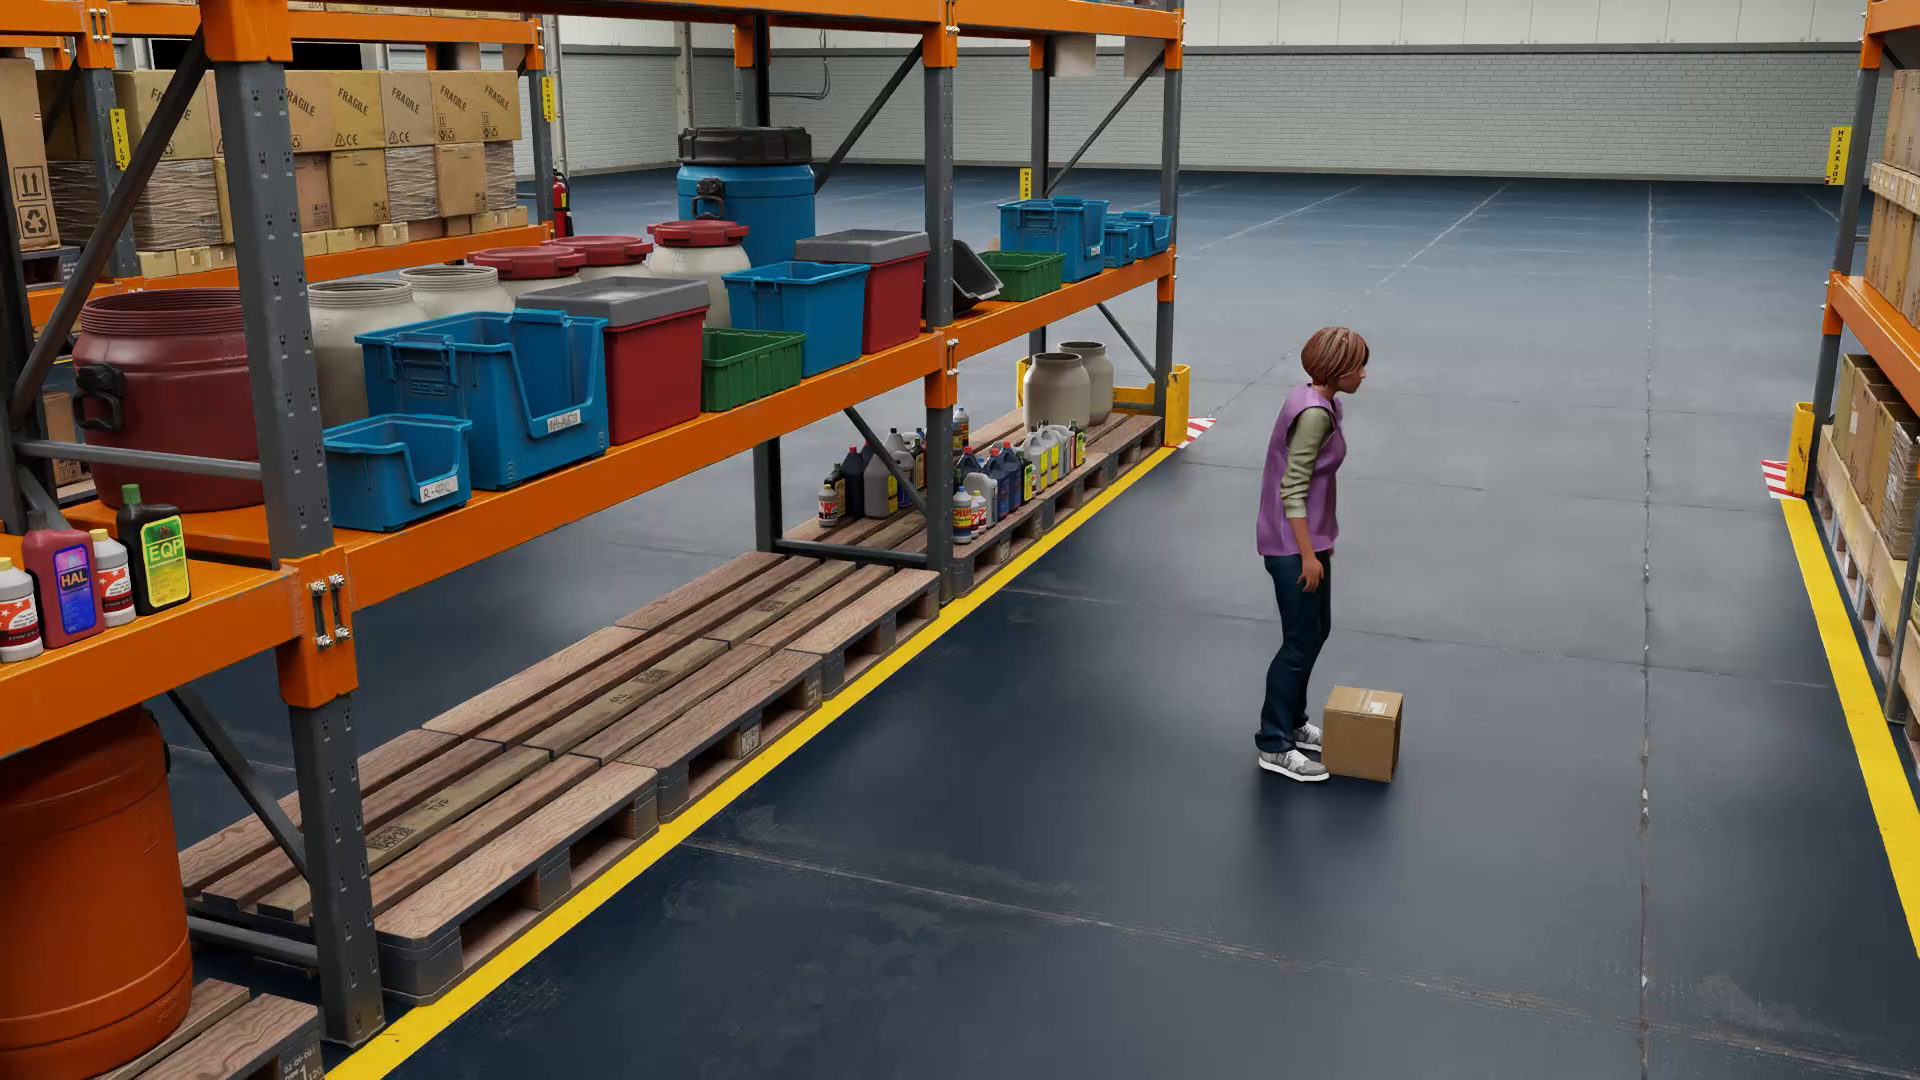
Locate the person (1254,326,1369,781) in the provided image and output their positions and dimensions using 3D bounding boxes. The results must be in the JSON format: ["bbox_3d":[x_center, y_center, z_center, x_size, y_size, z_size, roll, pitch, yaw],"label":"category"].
[{"bbox_3d":[1.233,0.032,5.933,0.343,1.593,0.480,5,17,19],"label":"person"}]
